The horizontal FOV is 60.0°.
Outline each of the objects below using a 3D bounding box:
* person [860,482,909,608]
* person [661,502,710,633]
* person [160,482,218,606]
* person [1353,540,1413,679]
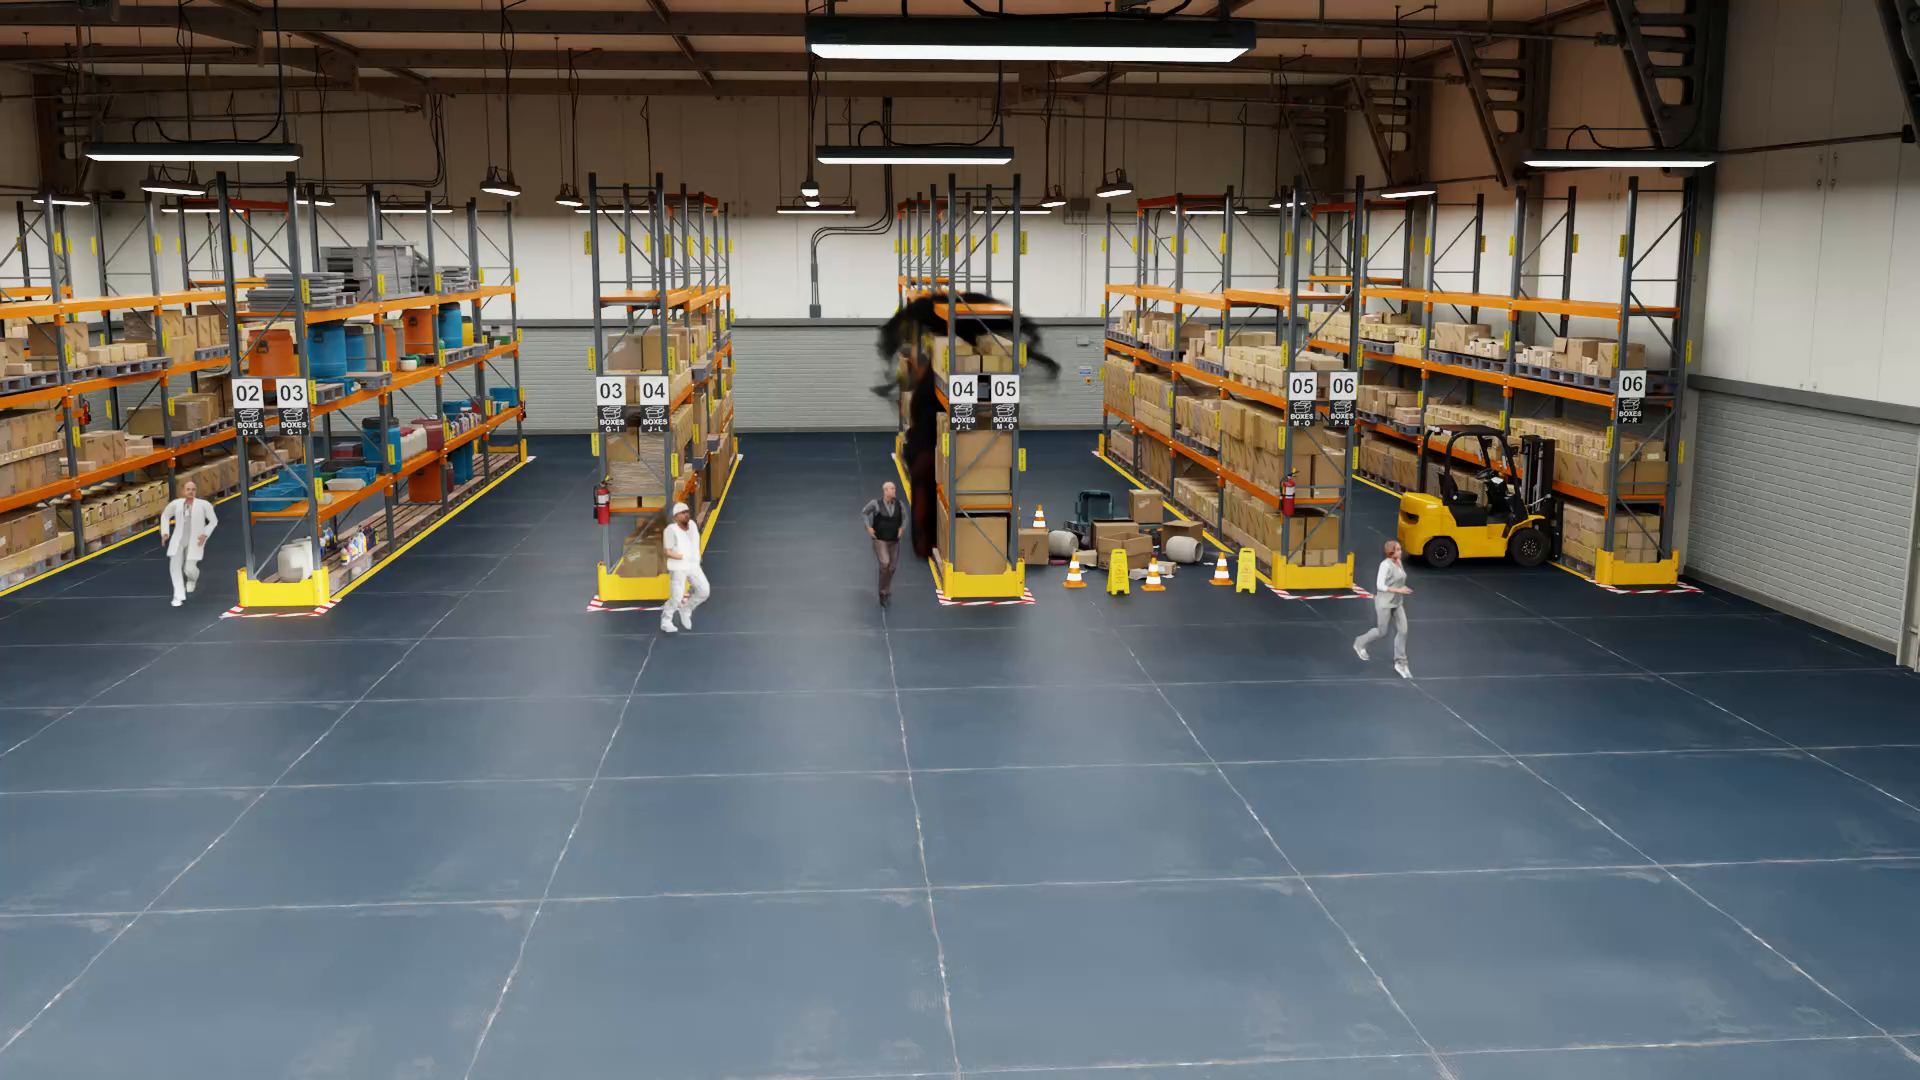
[{"bbox_3d":[-1.032,0.045,23.586,0.661,1.753,0.717,-5,11,-26],"label":"person"},{"bbox_3d":[-3.550,0.359,21.558,0.805,1.731,0.705,9,13,41],"label":"person"},{"bbox_3d":[-10.966,0.032,23.685,0.759,1.738,0.684,-2,10,-11],"label":"person"},{"bbox_3d":[5.037,0.794,19.702,0.569,1.641,0.826,-10,14,-43],"label":"person"}]
